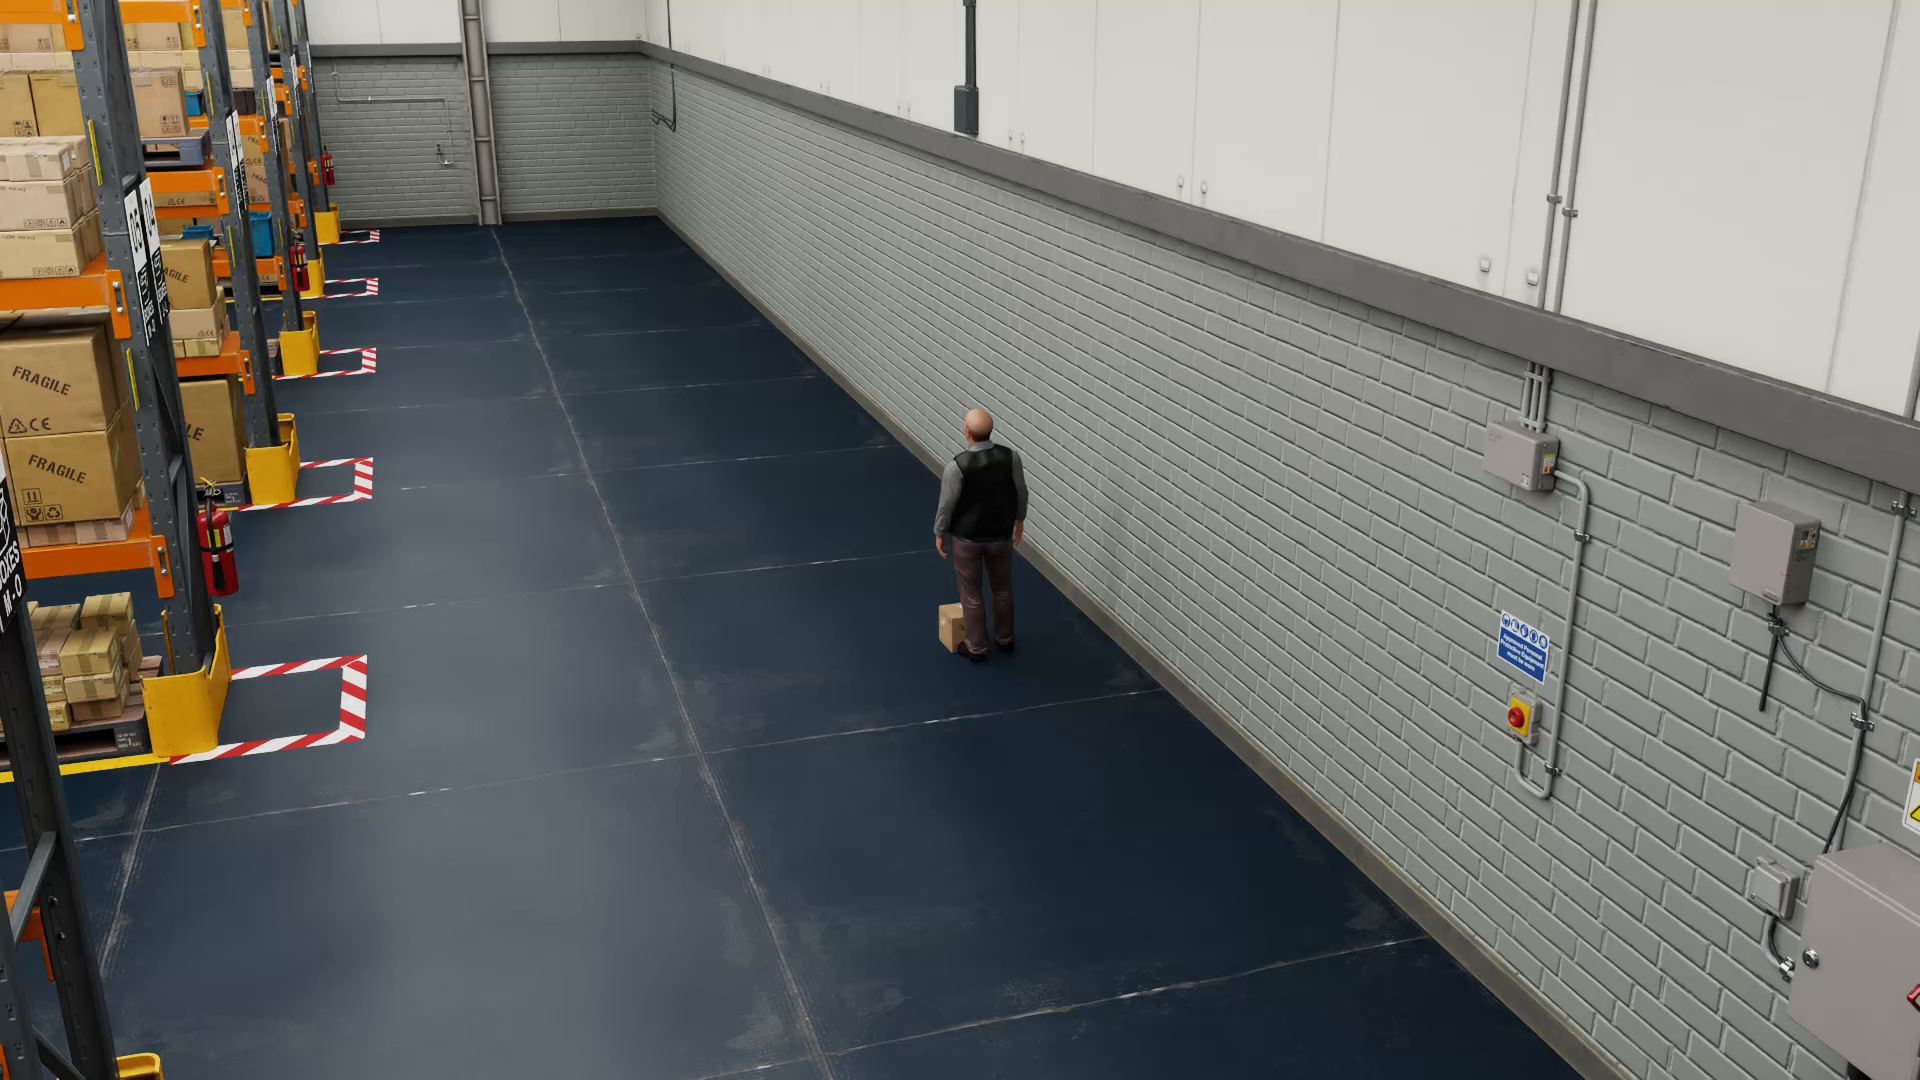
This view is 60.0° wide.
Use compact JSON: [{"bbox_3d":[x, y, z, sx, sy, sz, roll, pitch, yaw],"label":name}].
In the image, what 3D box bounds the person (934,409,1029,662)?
[{"bbox_3d":[0.119,-0.047,10.833,0.632,1.720,0.568,-6,20,-17],"label":"person"}]
